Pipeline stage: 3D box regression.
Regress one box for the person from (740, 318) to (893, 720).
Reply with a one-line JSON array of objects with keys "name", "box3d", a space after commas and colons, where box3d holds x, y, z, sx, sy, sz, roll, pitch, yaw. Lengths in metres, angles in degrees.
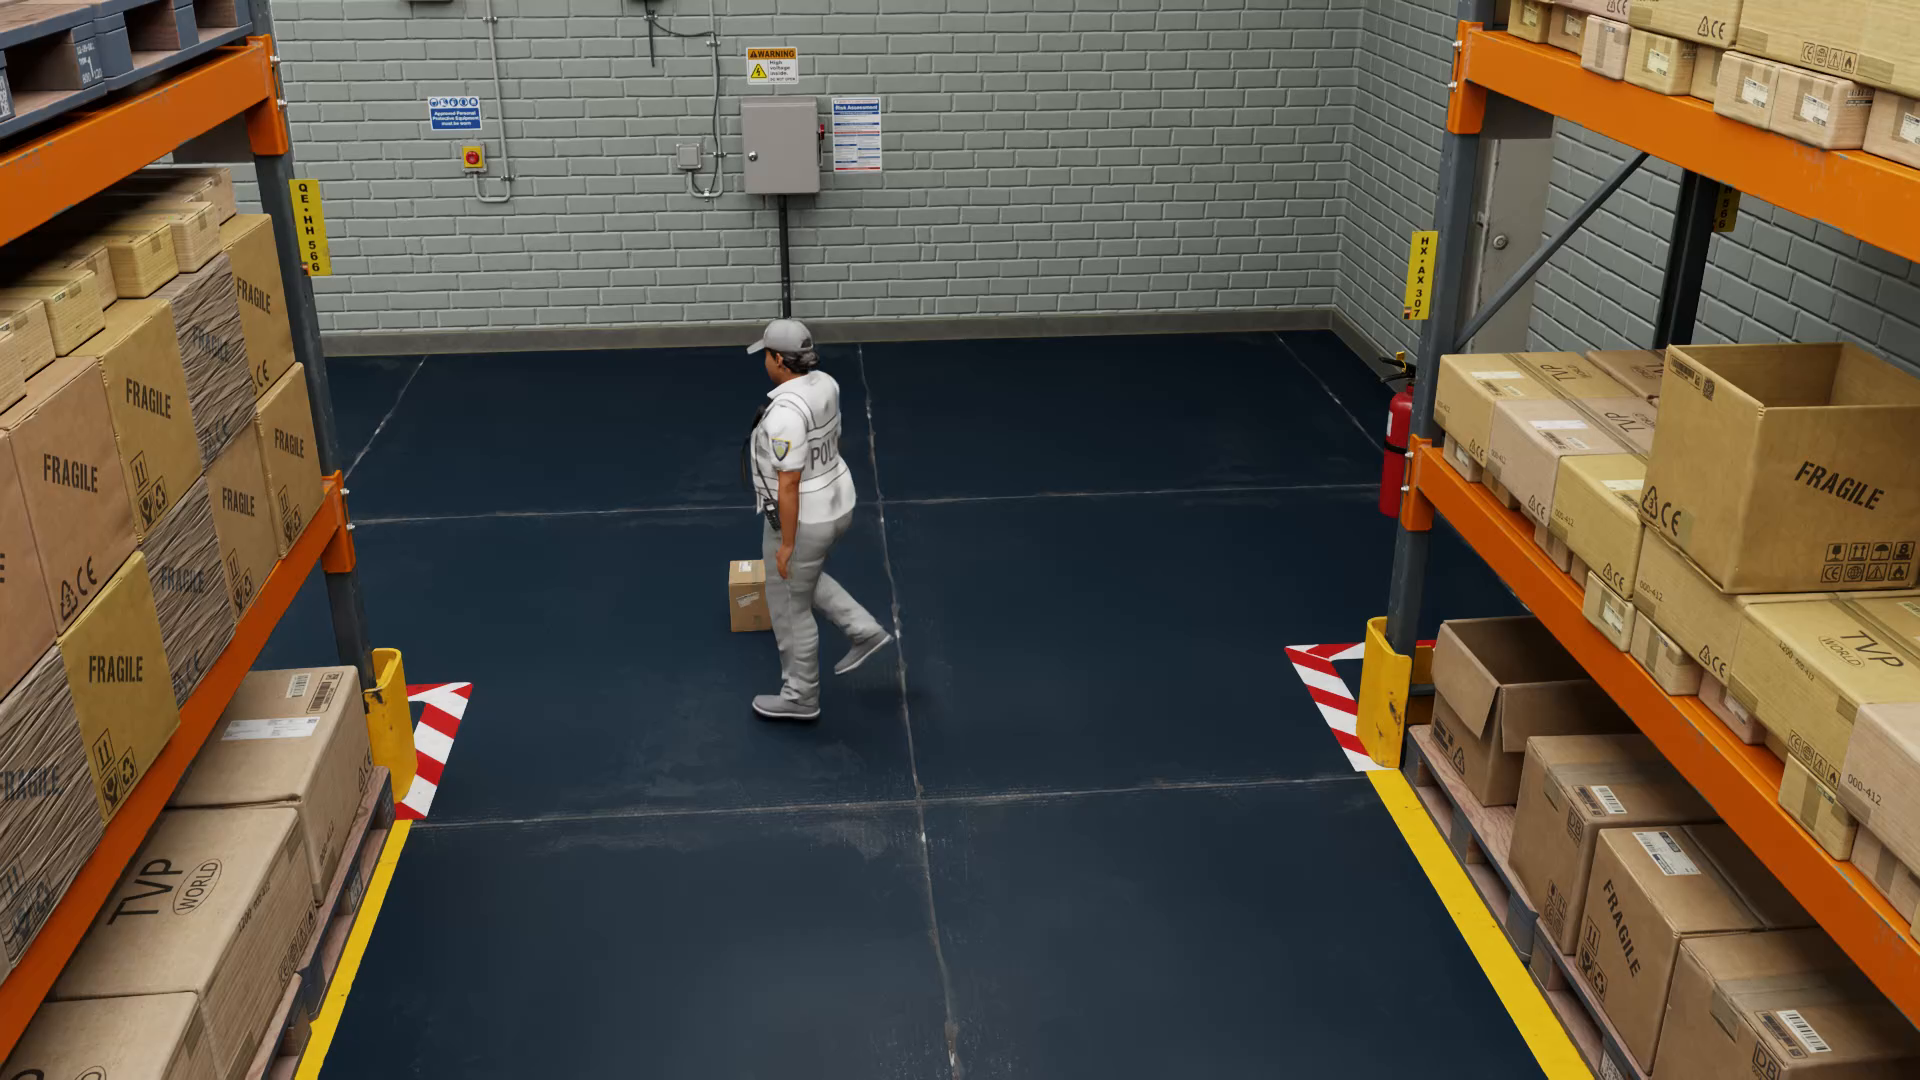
[{"name": "person", "box3d": [-0.596, -0.077, 6.732, 0.524, 1.661, 0.533, 8, 25, 18]}]
